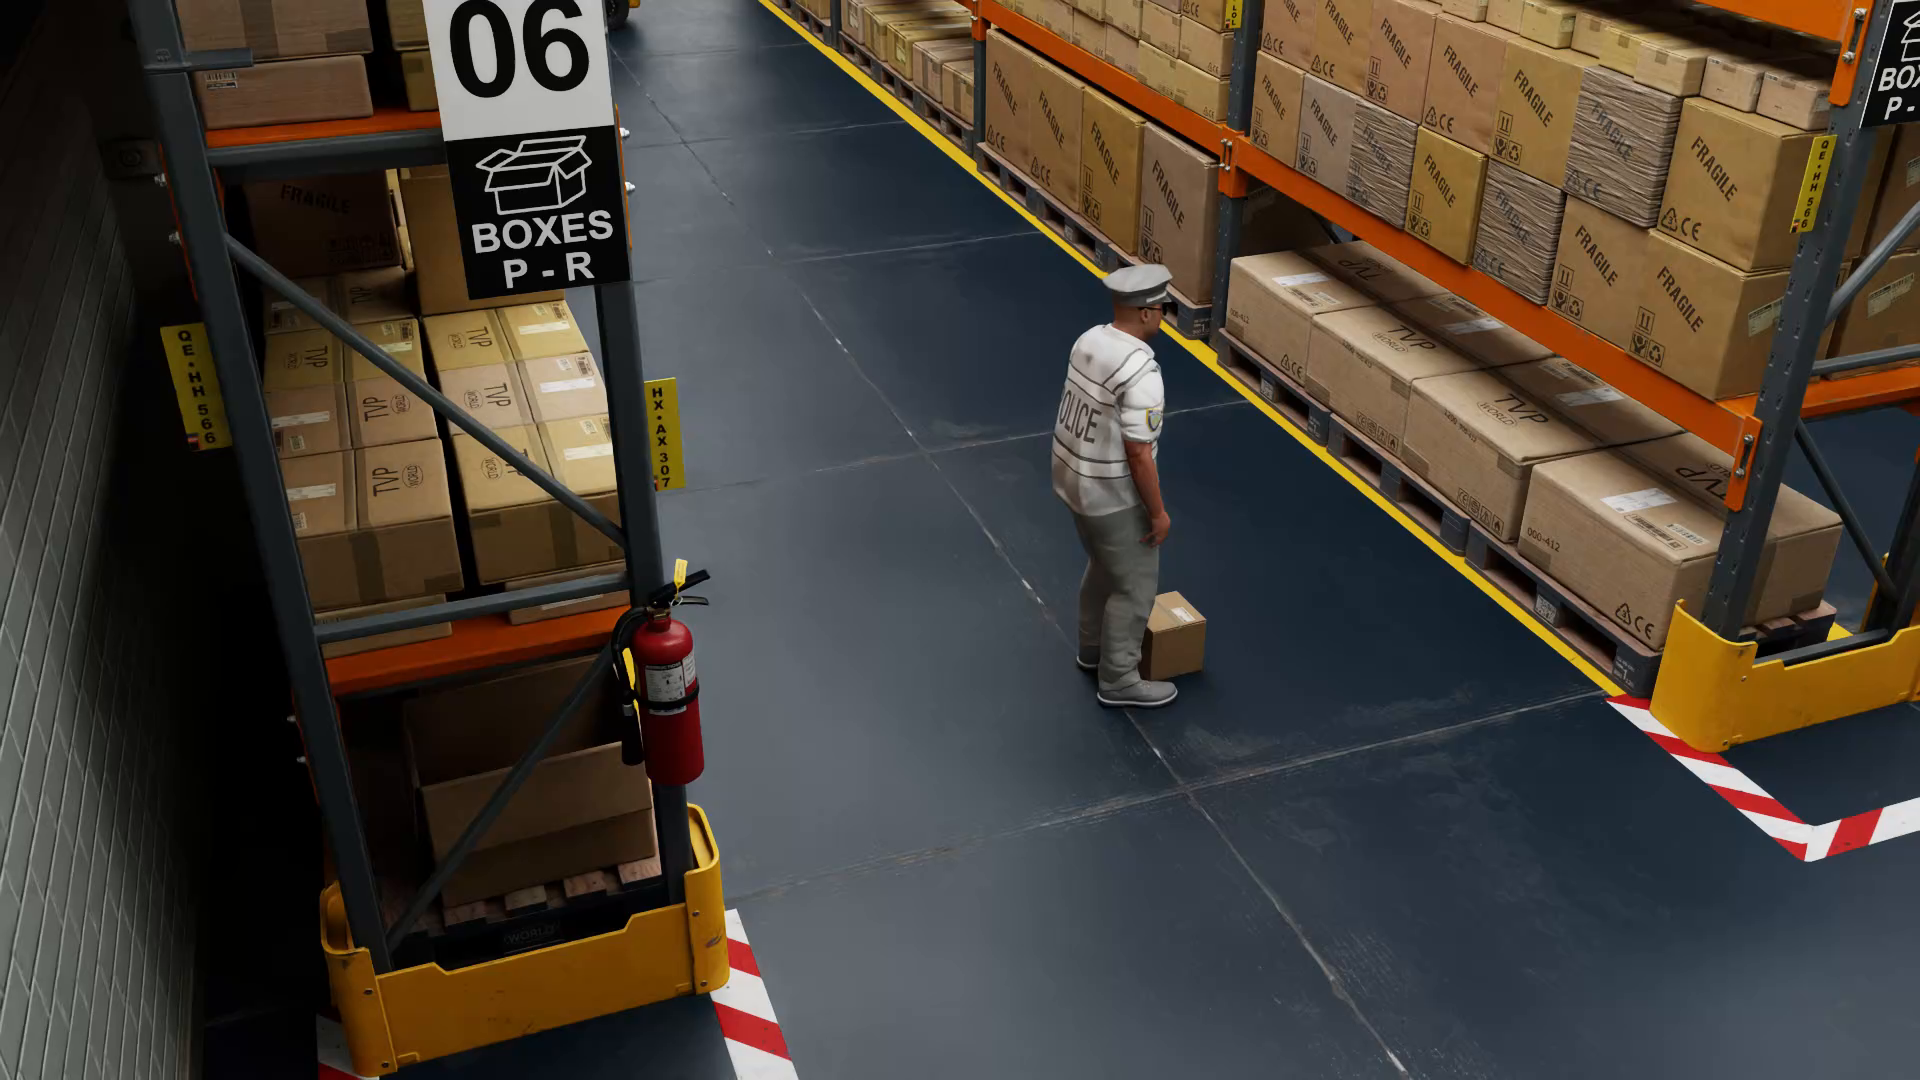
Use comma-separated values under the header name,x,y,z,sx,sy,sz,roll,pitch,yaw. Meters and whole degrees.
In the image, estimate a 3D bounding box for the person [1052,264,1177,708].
name,x,y,z,sx,sy,sz,roll,pitch,yaw
person,0.612,-0.204,6.478,0.470,1.749,0.603,-12,32,-20
